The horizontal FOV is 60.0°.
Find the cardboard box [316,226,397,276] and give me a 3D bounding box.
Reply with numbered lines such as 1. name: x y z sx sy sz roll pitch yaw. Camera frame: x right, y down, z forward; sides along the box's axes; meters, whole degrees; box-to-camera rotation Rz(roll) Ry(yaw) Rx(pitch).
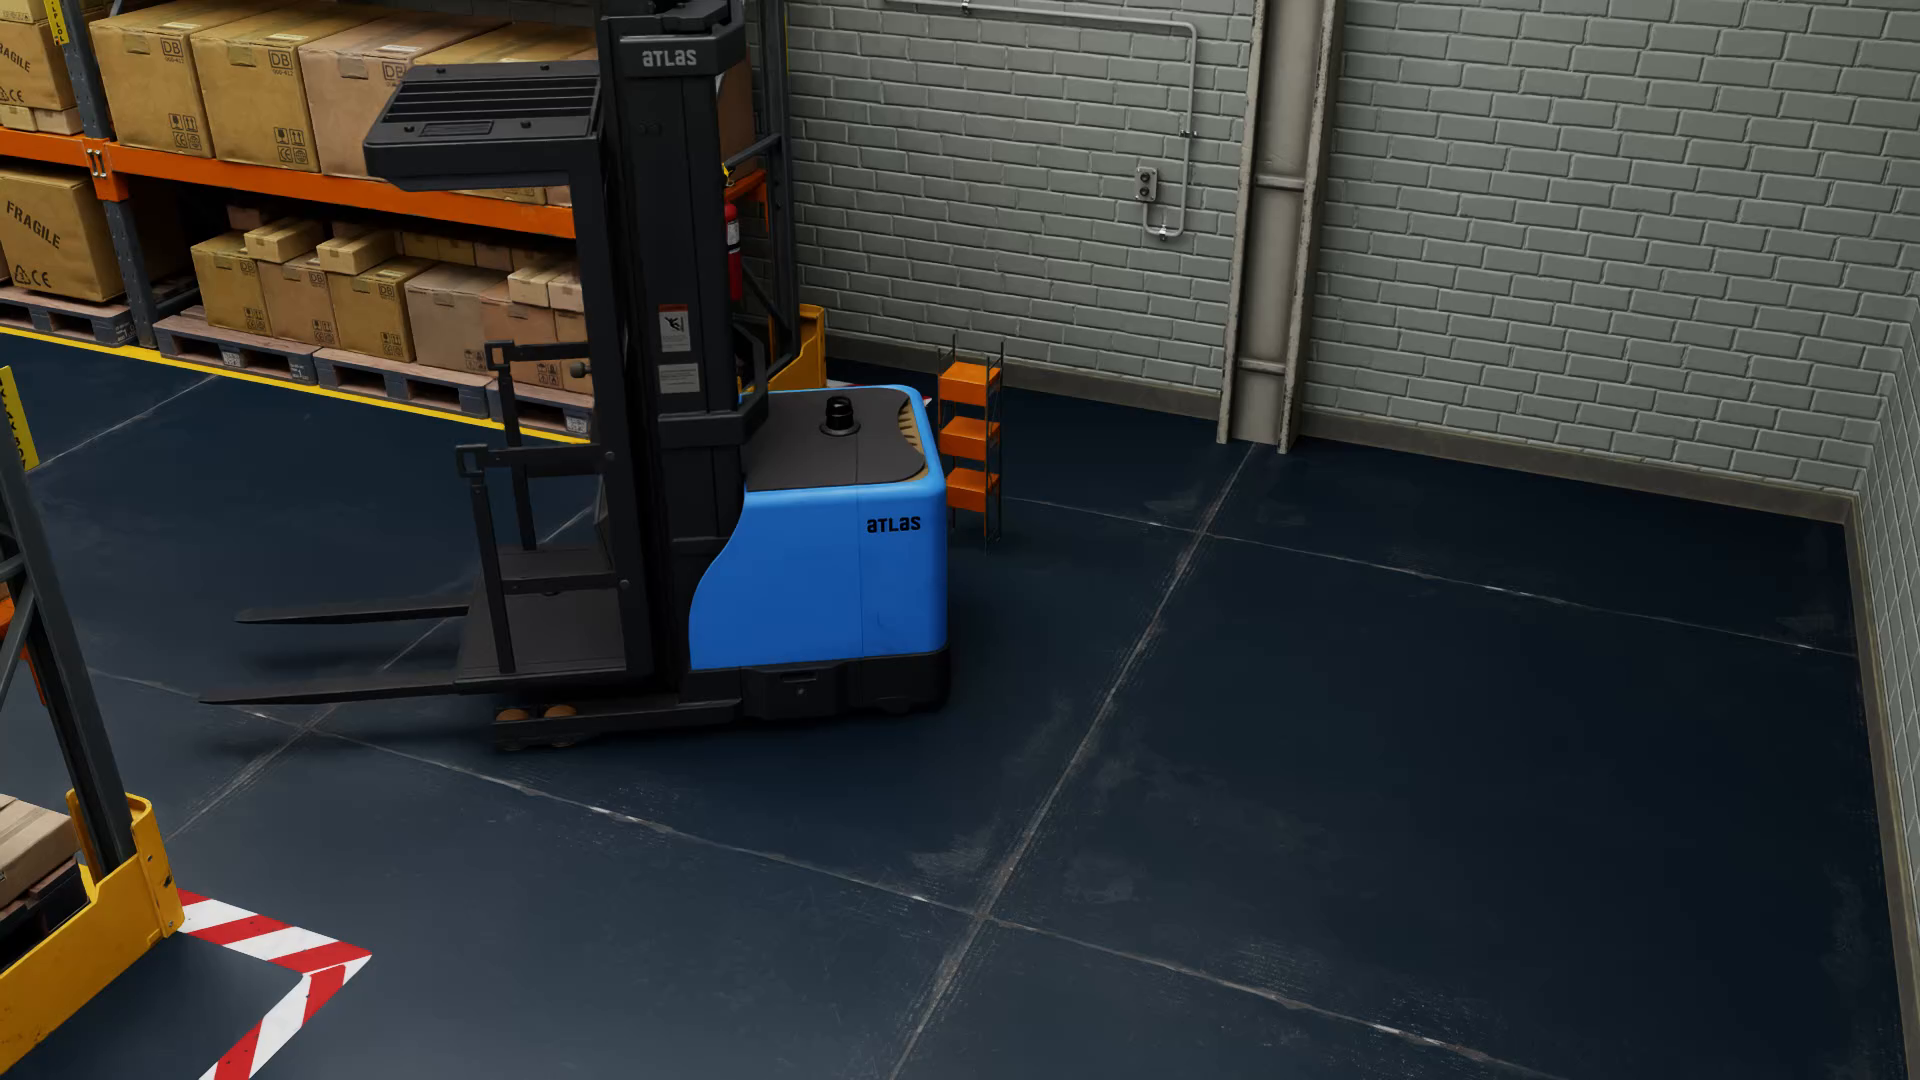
1. cardboard box: -3.487 -1.674 9.618 0.250 0.149 0.380 10 31 18

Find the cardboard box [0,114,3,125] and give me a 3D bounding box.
1. cardboard box: -5.759 -2.663 10.147 0.250 0.149 0.380 12 32 21

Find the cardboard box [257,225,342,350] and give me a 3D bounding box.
1. cardboard box: -3.755 -1.540 10.041 0.500 0.500 0.700 11 31 19

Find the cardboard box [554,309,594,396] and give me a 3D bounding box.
1. cardboard box: -1.853 -1.164 9.374 0.500 0.500 0.700 11 31 19

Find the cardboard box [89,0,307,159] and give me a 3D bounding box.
1. cardboard box: -4.377 -2.748 9.759 0.700 0.700 0.980 12 32 20

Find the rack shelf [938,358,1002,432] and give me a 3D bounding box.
1. rack shelf: 0.050 -0.685 7.840 0.240 0.259 0.215 11 31 19

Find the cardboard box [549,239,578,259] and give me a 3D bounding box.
1. cardboard box: -2.132 -1.608 9.500 0.250 0.149 0.380 11 31 19

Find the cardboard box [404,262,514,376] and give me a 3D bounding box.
1. cardboard box: -2.783 -1.349 9.702 0.500 0.500 0.700 10 31 17

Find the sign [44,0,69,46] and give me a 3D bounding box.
1. sign: -5.068 -2.946 9.317 0.005 0.325 0.100 11 31 19

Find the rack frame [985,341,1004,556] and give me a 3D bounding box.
1. rack frame: 0.163 -0.425 7.934 0.008 1.050 0.200 11 31 19

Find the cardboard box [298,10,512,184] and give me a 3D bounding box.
1. cardboard box: -3.025 -2.481 9.285 0.700 0.700 0.980 10 31 17

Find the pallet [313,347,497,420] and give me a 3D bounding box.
1. pallet: -3.064 -1.110 10.000 1.213 0.211 1.003 11 31 19

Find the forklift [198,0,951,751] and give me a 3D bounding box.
1. forklift: -1.598 -0.700 6.510 3.031 2.935 1.130 -4 30 -7

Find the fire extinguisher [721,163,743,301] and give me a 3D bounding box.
1. fire extinguisher: -1.201 -1.551 8.403 0.183 0.674 0.296 11 31 19

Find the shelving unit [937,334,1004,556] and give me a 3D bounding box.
1. shelving unit: 0.050 -0.447 7.974 0.252 1.050 0.215 11 31 19

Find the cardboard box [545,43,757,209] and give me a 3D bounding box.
1. cardboard box: -1.643 -2.206 8.799 0.700 0.700 0.980 13 32 21

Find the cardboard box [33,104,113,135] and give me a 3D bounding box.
1. cardboard box: -5.293 -2.558 9.963 0.250 0.149 0.380 12 31 20

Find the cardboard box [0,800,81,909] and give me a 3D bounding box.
1. cardboard box: -3.285 1.089 5.724 0.250 0.149 0.380 11 31 19

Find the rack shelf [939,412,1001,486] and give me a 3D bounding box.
1. rack shelf: 0.050 -0.438 7.979 0.240 0.259 0.215 11 31 19

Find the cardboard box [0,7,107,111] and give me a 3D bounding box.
1. cardboard box: -5.396 -2.878 9.868 0.500 0.500 0.500 11 31 18

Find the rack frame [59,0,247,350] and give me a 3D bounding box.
1. rack frame: -4.873 -2.725 10.023 0.127 3.000 1.000 11 31 19

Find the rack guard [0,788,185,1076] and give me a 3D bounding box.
1. rack guard: -3.096 1.348 5.357 0.348 0.500 1.175 11 31 19

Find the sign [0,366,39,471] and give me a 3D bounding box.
1. sign: -2.822 -0.350 4.942 0.005 0.325 0.100 11 31 19

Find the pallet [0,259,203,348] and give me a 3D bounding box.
1. pallet: -5.617 -1.620 10.901 1.213 0.211 1.003 11 31 19

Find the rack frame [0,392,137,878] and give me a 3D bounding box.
1. rack frame: -3.026 0.274 4.717 0.127 3.000 1.000 11 31 19

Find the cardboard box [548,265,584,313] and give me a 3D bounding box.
1. cardboard box: -2.041 -1.387 9.110 0.250 0.149 0.380 11 31 19

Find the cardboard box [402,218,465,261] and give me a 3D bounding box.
1. cardboard box: -3.072 -1.795 9.832 0.250 0.149 0.380 11 31 18

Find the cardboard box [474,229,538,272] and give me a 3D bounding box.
1. cardboard box: -2.600 -1.701 9.665 0.250 0.149 0.380 12 32 20

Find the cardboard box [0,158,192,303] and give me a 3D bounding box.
1. cardboard box: -5.525 -2.033 10.557 0.750 0.750 0.750 12 32 20

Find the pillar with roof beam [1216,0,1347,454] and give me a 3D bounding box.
1. pillar with roof beam: 0.042 -2.529 3.579 0.400 9.000 9.100 11 31 19

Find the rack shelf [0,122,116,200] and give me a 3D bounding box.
1. rack shelf: -6.727 -2.782 10.855 4.000 0.370 1.077 11 31 19

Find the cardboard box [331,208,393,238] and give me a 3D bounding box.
1. cardboard box: -3.545 -1.890 9.999 0.250 0.149 0.380 10 31 18
